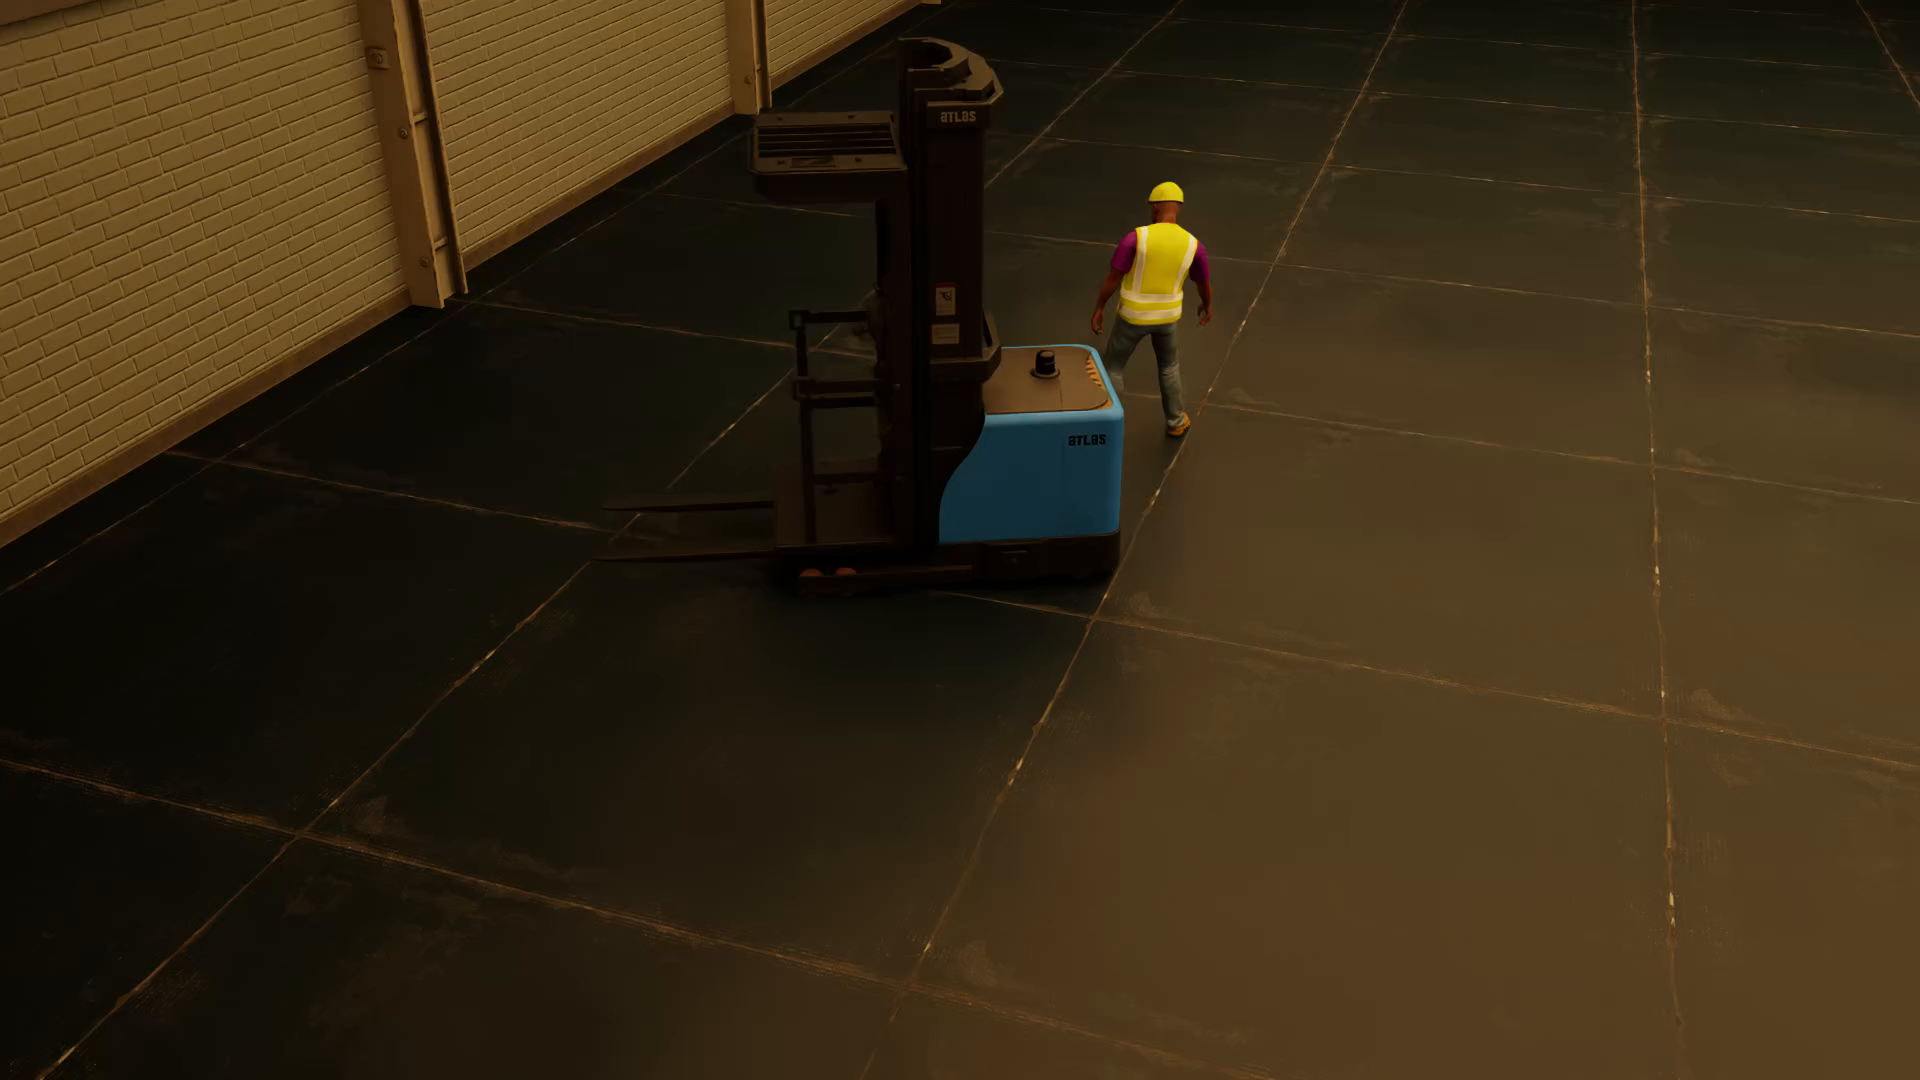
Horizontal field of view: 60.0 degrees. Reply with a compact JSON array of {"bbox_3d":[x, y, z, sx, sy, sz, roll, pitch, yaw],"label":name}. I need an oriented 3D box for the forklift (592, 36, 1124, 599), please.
[{"bbox_3d":[-0.624,-1.214,9.267,3.031,2.935,1.130,-3,30,-5],"label":"forklift"}]

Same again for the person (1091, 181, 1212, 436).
[{"bbox_3d":[1.263,-1.510,11.002,0.906,1.726,0.411,-5,30,-9],"label":"person"}]
